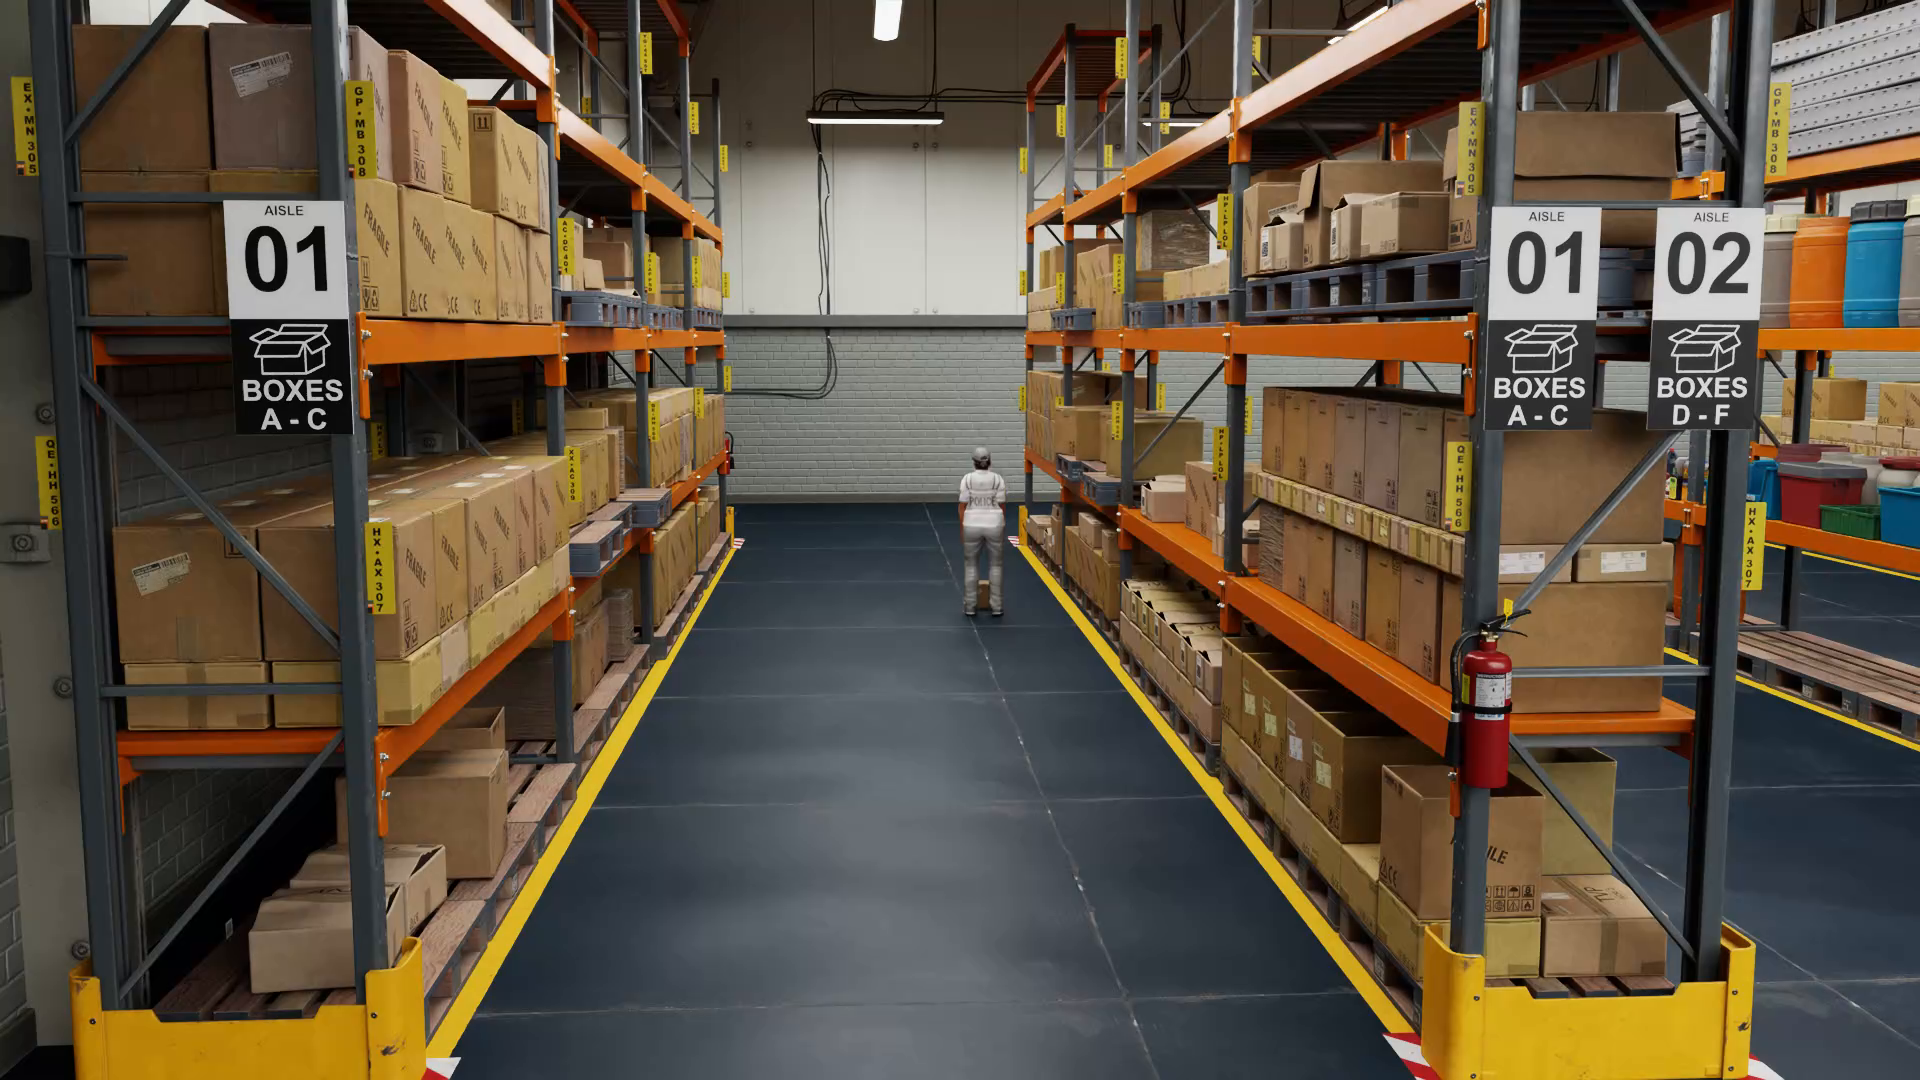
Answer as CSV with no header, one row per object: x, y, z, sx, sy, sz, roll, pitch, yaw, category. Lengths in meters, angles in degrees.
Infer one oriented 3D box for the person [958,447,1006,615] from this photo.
0.216,-0.085,16.450,0.468,1.663,0.383,0,7,-1,person
